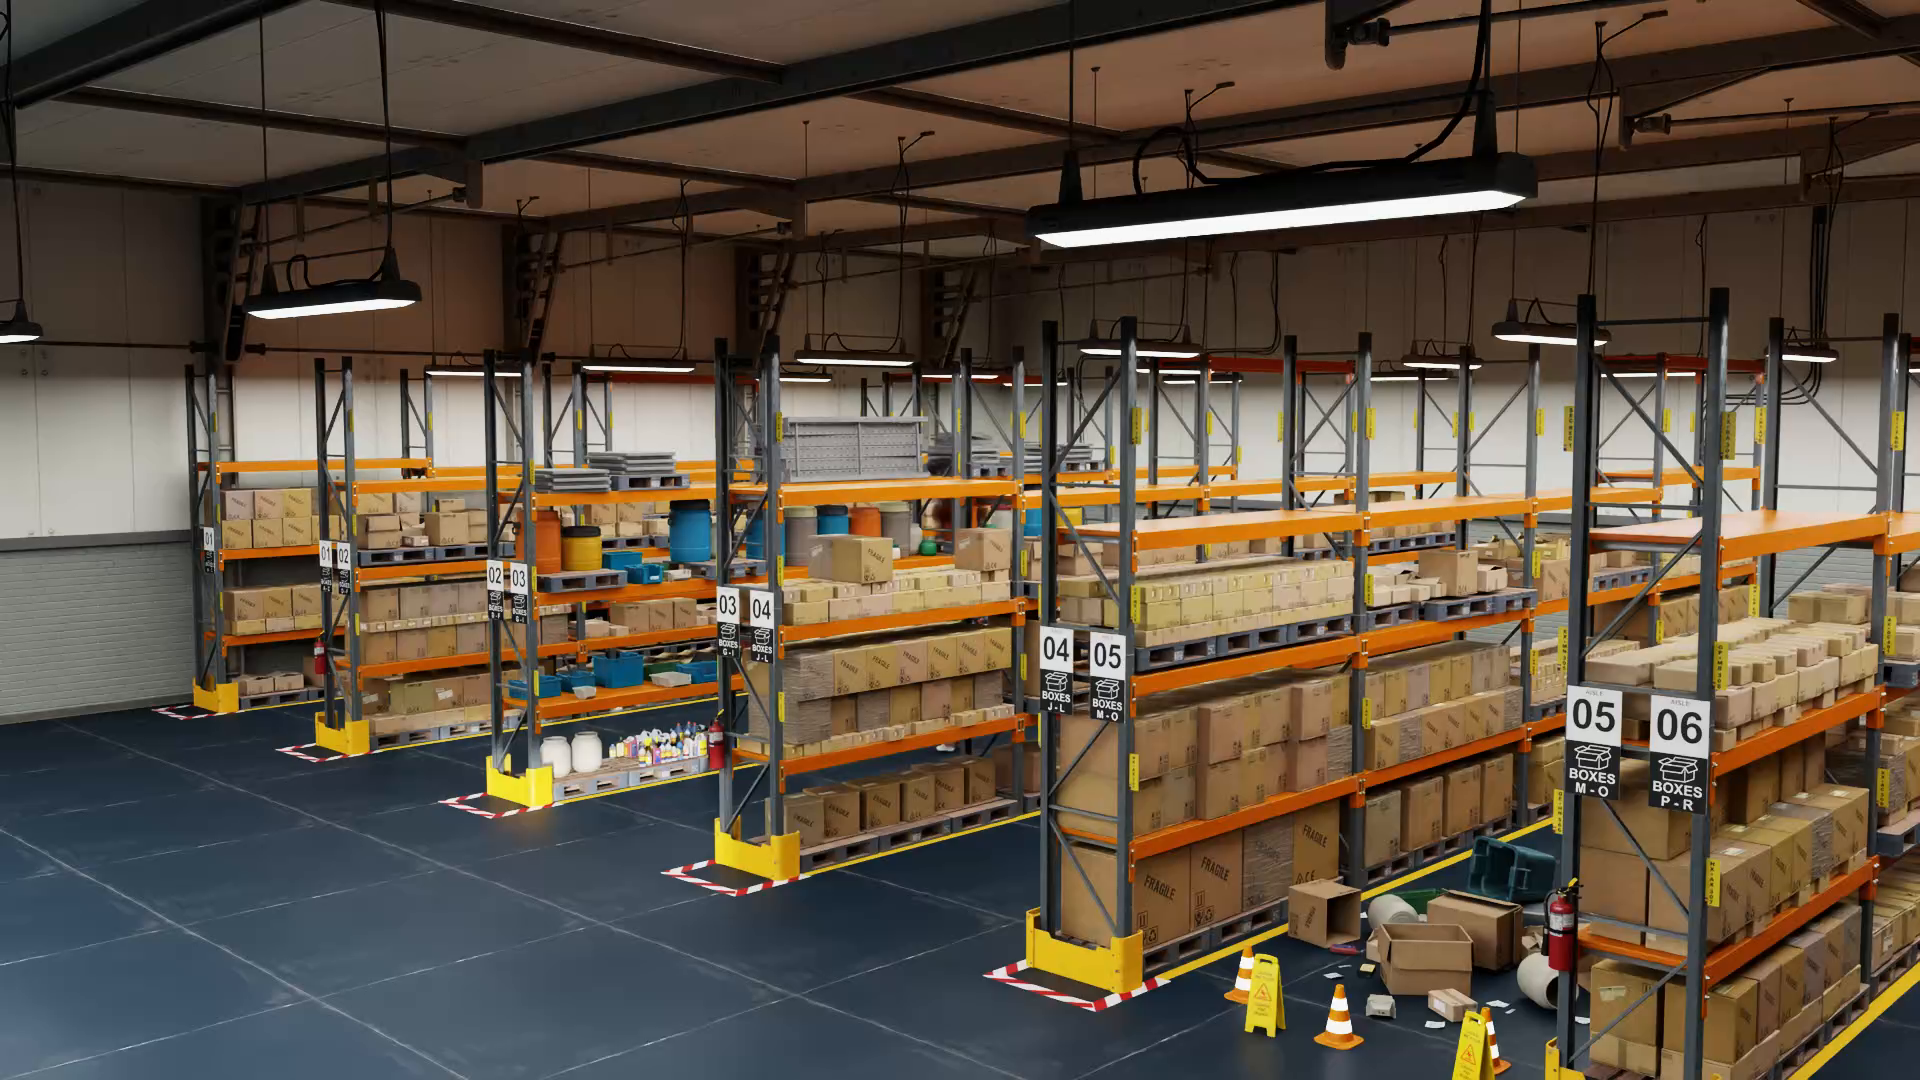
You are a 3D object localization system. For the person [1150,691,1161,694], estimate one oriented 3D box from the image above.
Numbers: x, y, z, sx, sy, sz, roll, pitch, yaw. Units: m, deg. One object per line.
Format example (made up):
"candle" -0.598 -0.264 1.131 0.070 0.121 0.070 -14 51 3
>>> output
"person" 2.573 2.703 21.813 0.361 1.616 0.510 1 5 18

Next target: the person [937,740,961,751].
"person" -0.139 2.370 25.410 0.406 1.676 0.496 2 5 29
